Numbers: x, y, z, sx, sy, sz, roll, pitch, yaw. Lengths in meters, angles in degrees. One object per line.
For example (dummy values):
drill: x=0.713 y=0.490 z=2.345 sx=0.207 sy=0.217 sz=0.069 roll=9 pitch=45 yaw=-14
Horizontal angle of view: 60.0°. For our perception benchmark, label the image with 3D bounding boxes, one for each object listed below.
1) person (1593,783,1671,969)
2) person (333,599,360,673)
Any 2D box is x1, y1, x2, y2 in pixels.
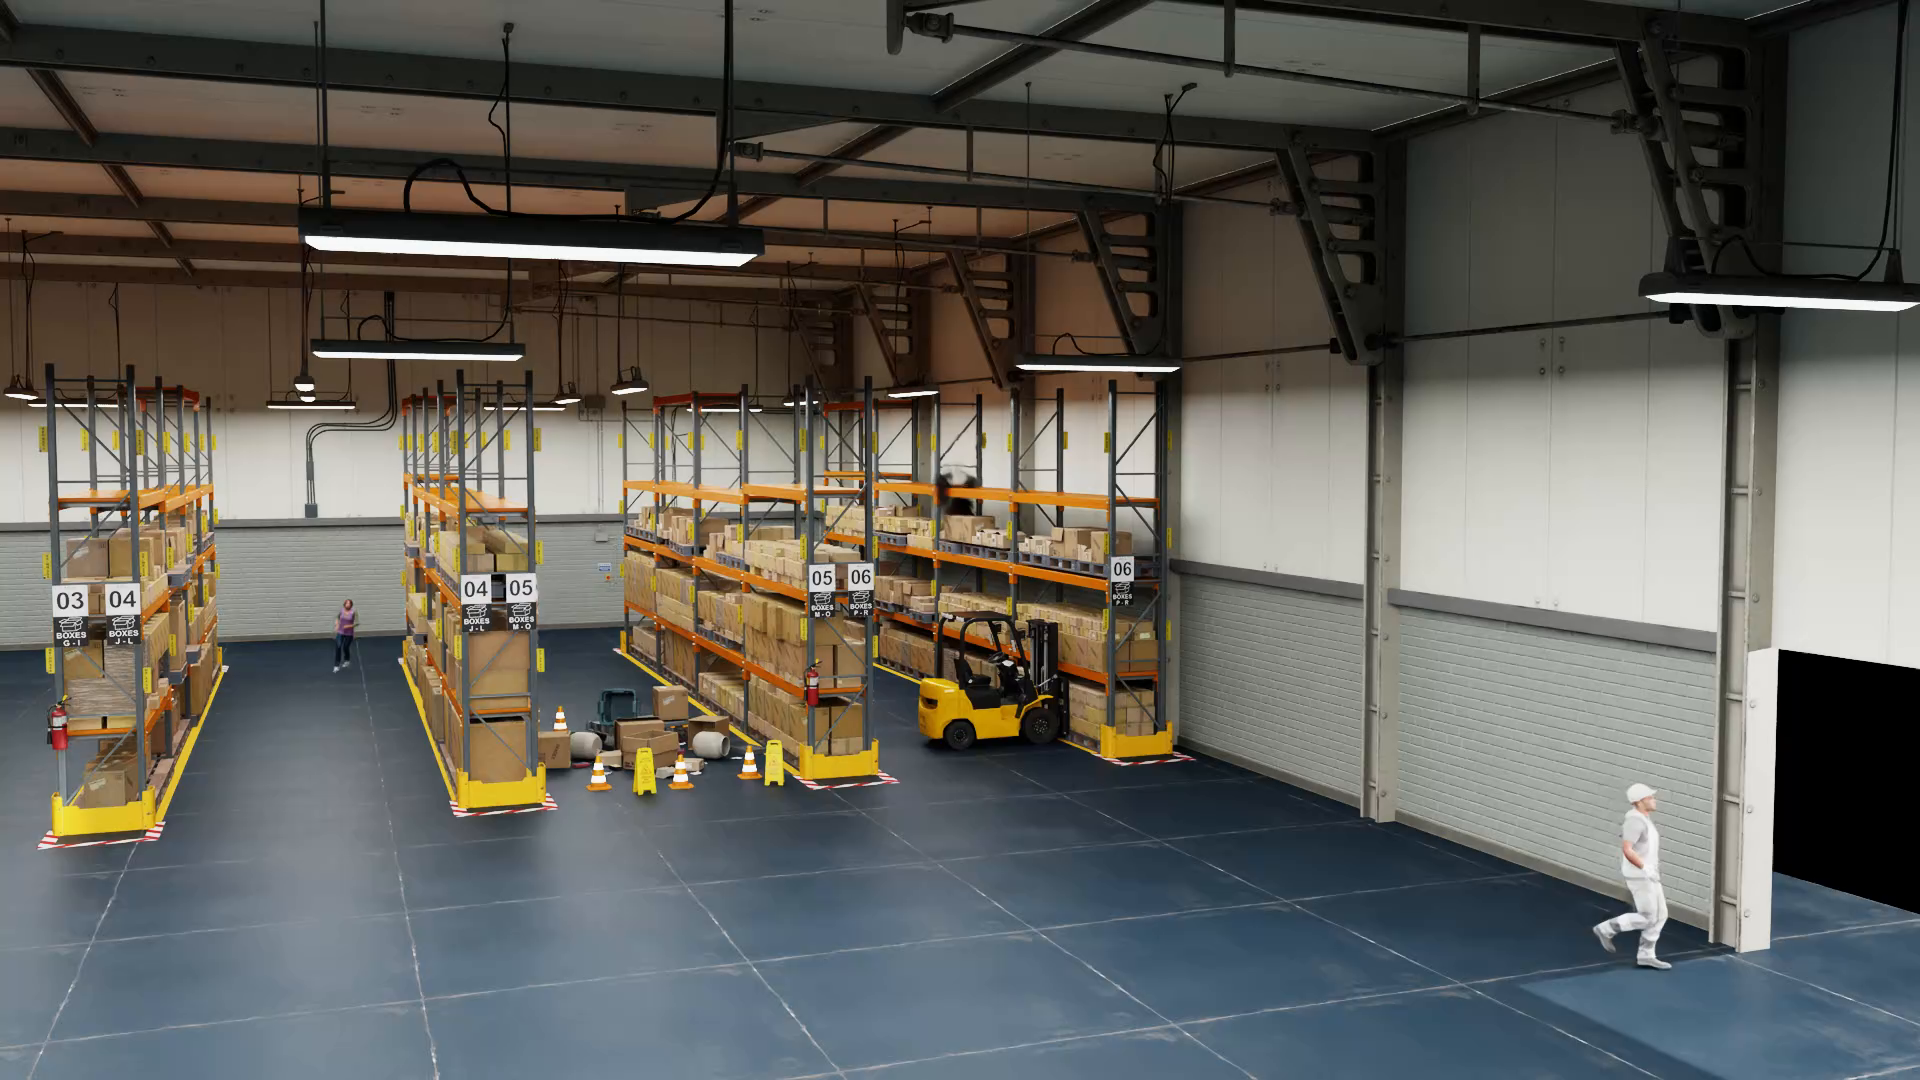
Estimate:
person: x=6.453 y=3.201 z=15.924 sx=0.694 sy=1.755 sz=0.664 roll=2 pitch=4 yaw=30
person: x=-13.465 y=2.082 z=36.539 sx=0.558 sy=1.599 sz=0.823 roll=0 pitch=3 yaw=-7
